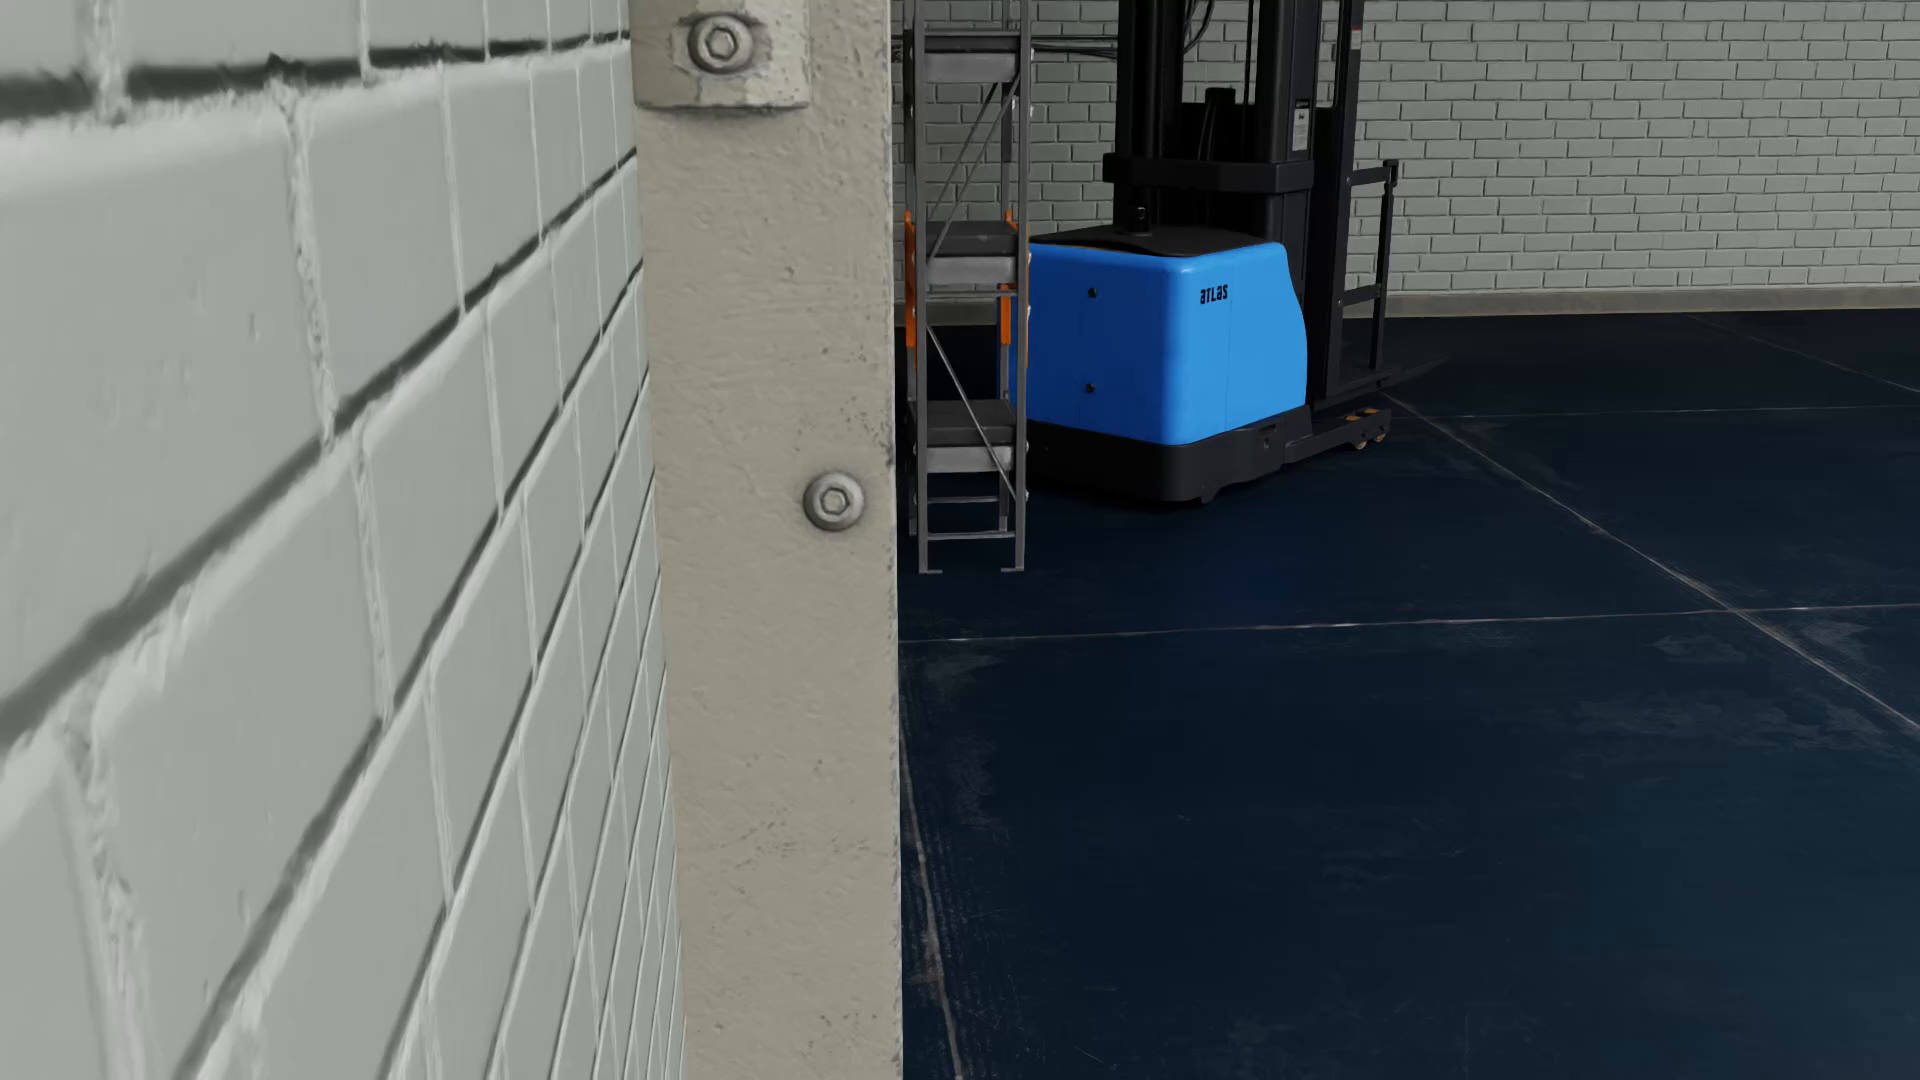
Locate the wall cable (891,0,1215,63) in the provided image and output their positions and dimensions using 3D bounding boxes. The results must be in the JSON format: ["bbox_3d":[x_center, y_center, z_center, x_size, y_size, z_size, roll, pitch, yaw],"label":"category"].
[{"bbox_3d":[0.138,-4.271,10.442,3.097,2.526,0.112,-2,18,-6],"label":"wall cable"}]

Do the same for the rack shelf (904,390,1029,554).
[{"bbox_3d":[0.017,-0.272,6.419,0.431,0.518,0.480,-2,18,-6],"label":"rack shelf"}]

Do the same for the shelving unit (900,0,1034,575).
[{"bbox_3d":[0.017,-0.952,6.205,0.431,2.100,0.503,-2,18,-6],"label":"shelving unit"}]

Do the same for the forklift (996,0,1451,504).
[{"bbox_3d":[1.482,-1.924,7.911,1.130,2.935,3.031,14,22,38],"label":"forklift"}]

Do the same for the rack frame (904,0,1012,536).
[{"bbox_3d":[-0.008,-1.025,6.437,0.400,2.100,0.015,-2,18,-6],"label":"rack frame"}]

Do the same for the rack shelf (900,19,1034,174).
[{"bbox_3d":[0.017,-1.607,6.000,0.431,0.518,0.480,-2,18,-6],"label":"rack shelf"}]

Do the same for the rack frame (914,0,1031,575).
[{"bbox_3d":[0.042,-0.880,5.974,0.400,2.100,0.015,-2,18,-6],"label":"rack frame"}]

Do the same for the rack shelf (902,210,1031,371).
[{"bbox_3d":[0.017,-0.939,6.210,0.431,0.518,0.480,-2,18,-6],"label":"rack shelf"}]
